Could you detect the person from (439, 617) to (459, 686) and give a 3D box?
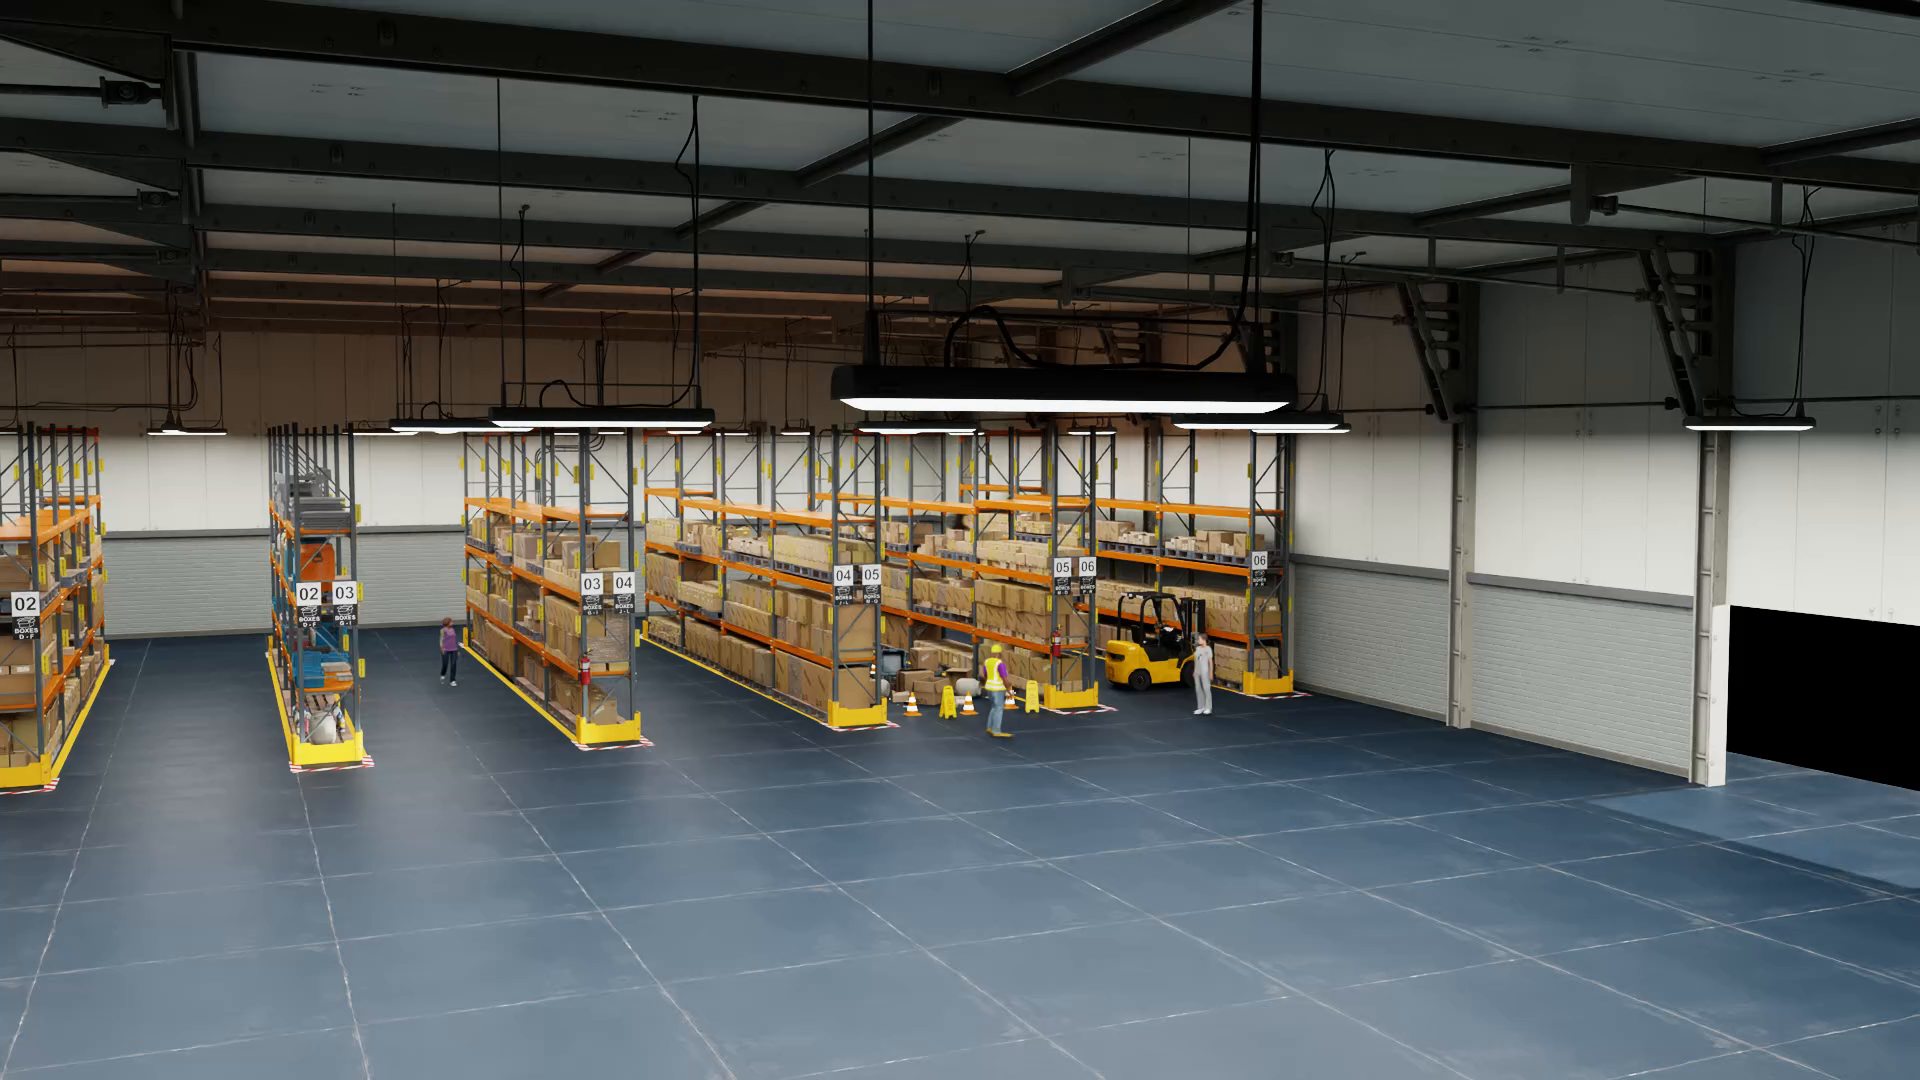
[{"bbox_3d":[-11.819,2.568,38.456,0.458,1.592,0.479,-2,4,-29],"label":"person"}]

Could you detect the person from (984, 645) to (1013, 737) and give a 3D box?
[{"bbox_3d":[0.730,2.917,31.956,0.377,1.809,0.658,-2,4,-32],"label":"person"}]

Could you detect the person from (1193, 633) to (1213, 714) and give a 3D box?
[{"bbox_3d":[5.064,2.786,34.538,0.375,1.707,0.543,-3,5,-41],"label":"person"}]
